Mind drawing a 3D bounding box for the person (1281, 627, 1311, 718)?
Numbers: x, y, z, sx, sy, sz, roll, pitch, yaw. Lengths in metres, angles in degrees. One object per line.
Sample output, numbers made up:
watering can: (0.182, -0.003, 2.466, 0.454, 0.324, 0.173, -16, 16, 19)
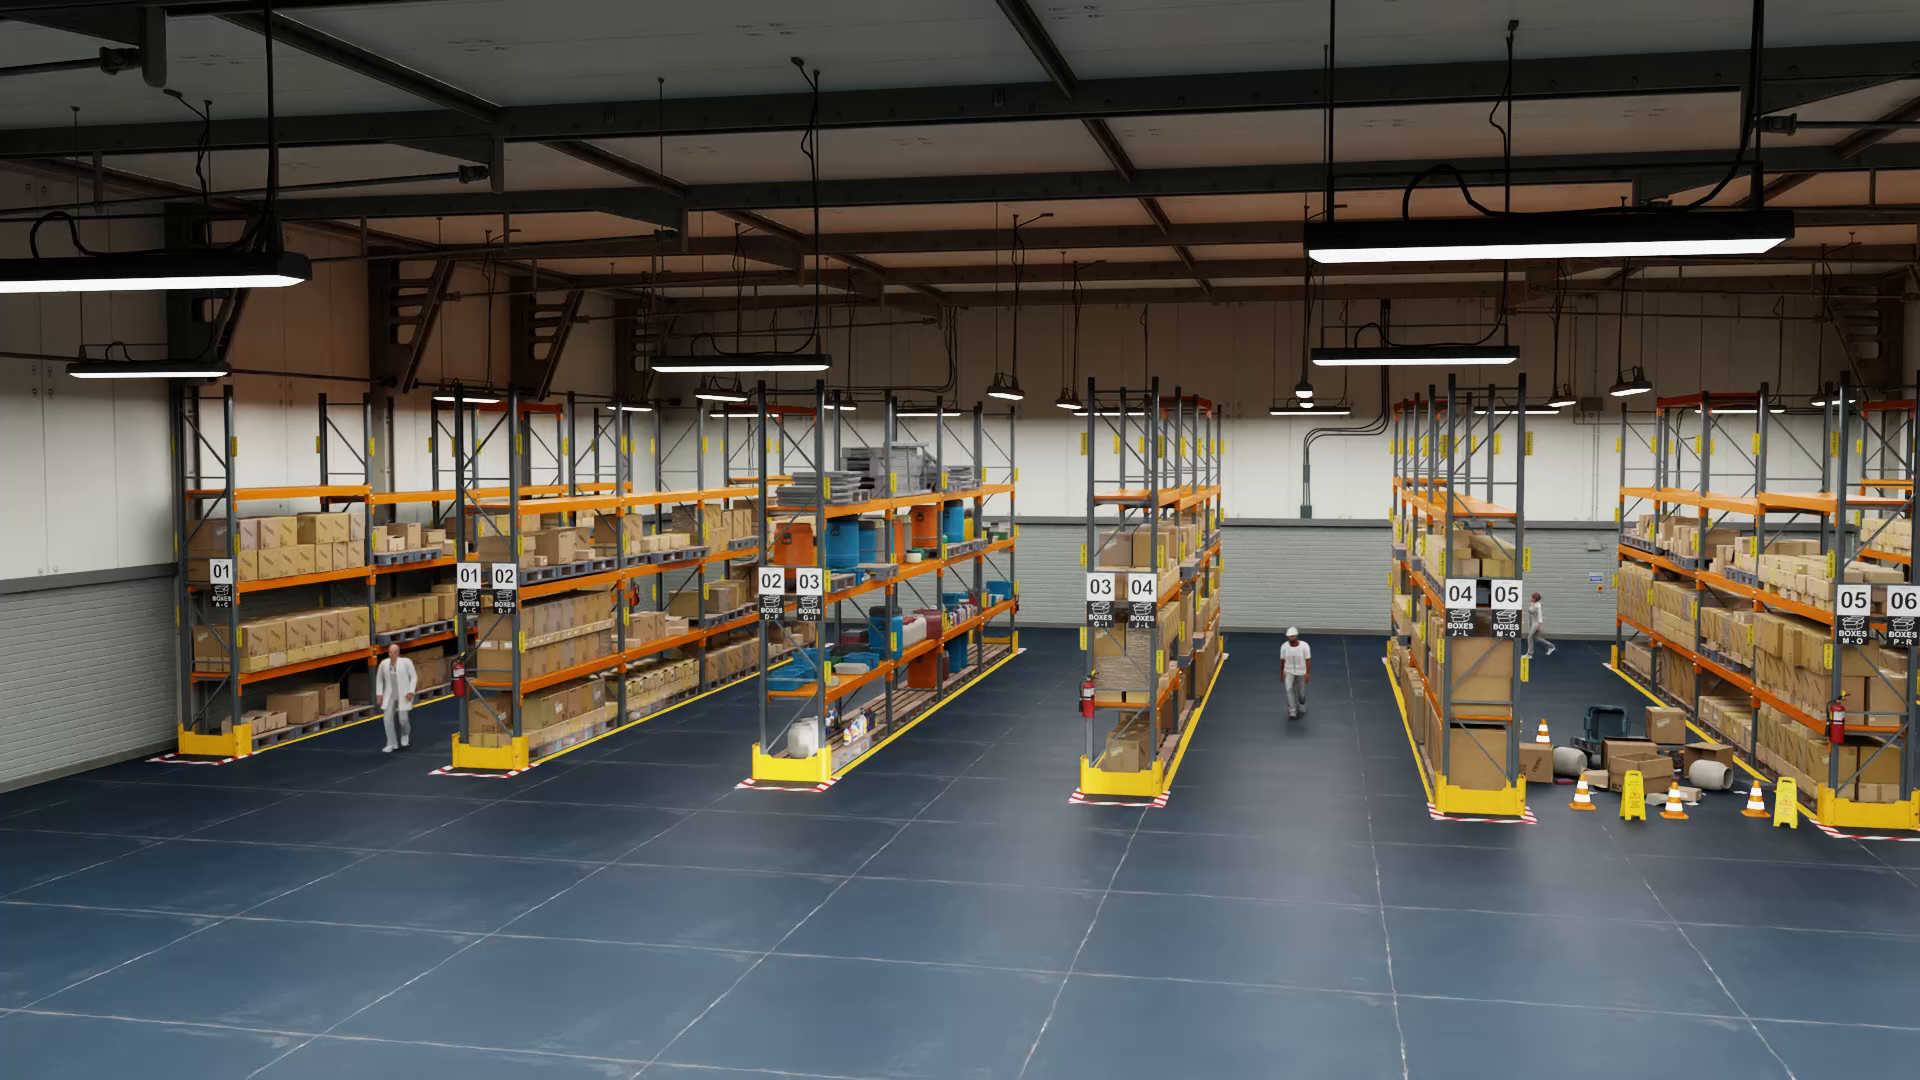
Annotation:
person: (6.229, 2.449, 30.908, 0.565, 1.656, 1.039, 1, 3, 16)

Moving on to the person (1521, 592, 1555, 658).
person: (13.660, 2.009, 39.250, 0.819, 1.564, 0.420, 0, 3, 7)

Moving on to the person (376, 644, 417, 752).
person: (-9.320, 2.590, 27.540, 0.681, 1.766, 0.707, 0, 3, -3)
